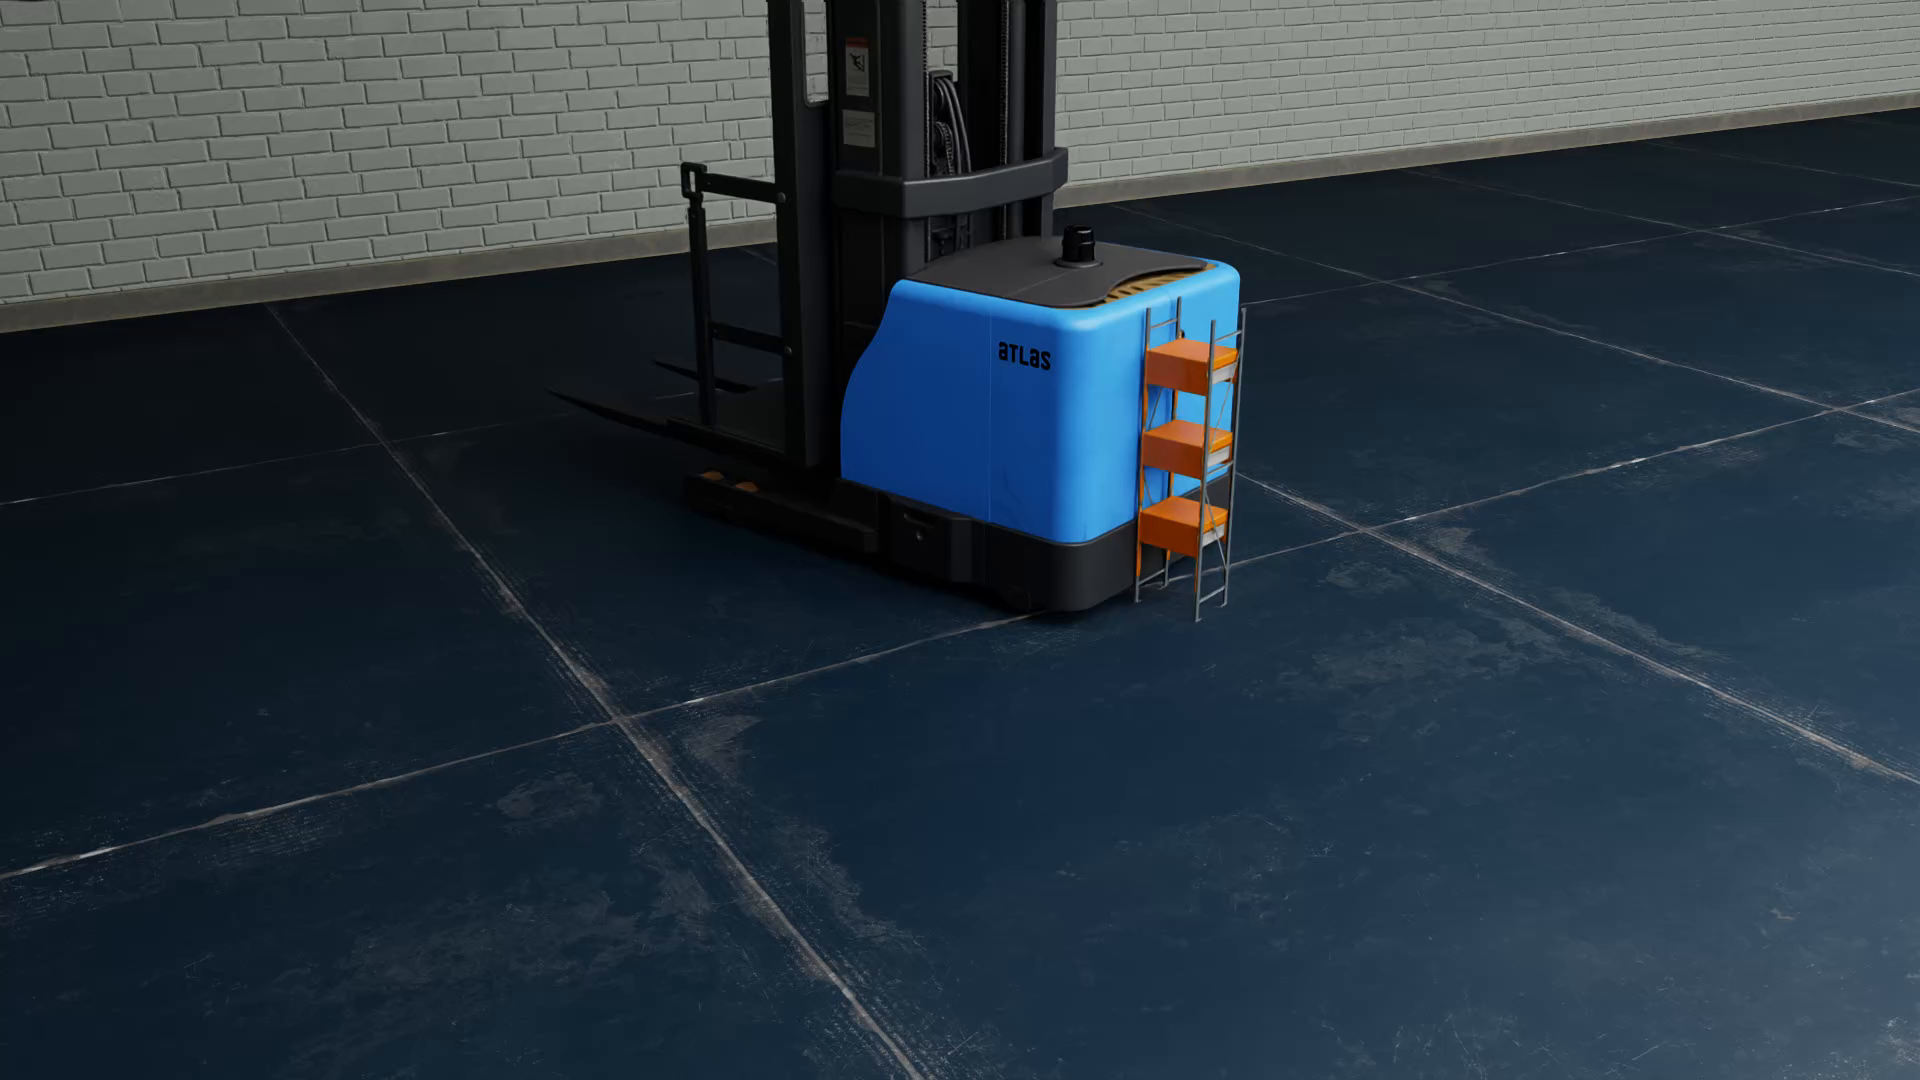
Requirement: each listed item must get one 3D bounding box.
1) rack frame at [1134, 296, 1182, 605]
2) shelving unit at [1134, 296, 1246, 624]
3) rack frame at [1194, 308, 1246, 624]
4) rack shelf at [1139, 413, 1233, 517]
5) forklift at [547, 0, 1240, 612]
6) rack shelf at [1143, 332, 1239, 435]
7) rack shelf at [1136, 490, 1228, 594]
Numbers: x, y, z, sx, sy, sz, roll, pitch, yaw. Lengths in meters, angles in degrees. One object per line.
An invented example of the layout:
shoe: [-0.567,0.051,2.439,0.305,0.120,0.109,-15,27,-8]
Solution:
rack frame: [0.669,-0.292,5.636,0.008,1.050,0.200,17,28,36]
shelving unit: [0.762,-0.263,5.563,0.252,1.050,0.215,17,28,36]
rack frame: [0.856,-0.233,5.491,0.008,1.050,0.200,17,28,36]
rack shelf: [0.762,-0.253,5.567,0.240,0.259,0.215,17,28,36]
forklift: [-0.454,-1.552,6.237,3.031,2.935,1.130,17,28,36]
rack shelf: [0.762,-0.516,5.461,0.240,0.259,0.215,17,28,36]
rack shelf: [0.762,0.005,5.672,0.240,0.259,0.215,17,28,36]
